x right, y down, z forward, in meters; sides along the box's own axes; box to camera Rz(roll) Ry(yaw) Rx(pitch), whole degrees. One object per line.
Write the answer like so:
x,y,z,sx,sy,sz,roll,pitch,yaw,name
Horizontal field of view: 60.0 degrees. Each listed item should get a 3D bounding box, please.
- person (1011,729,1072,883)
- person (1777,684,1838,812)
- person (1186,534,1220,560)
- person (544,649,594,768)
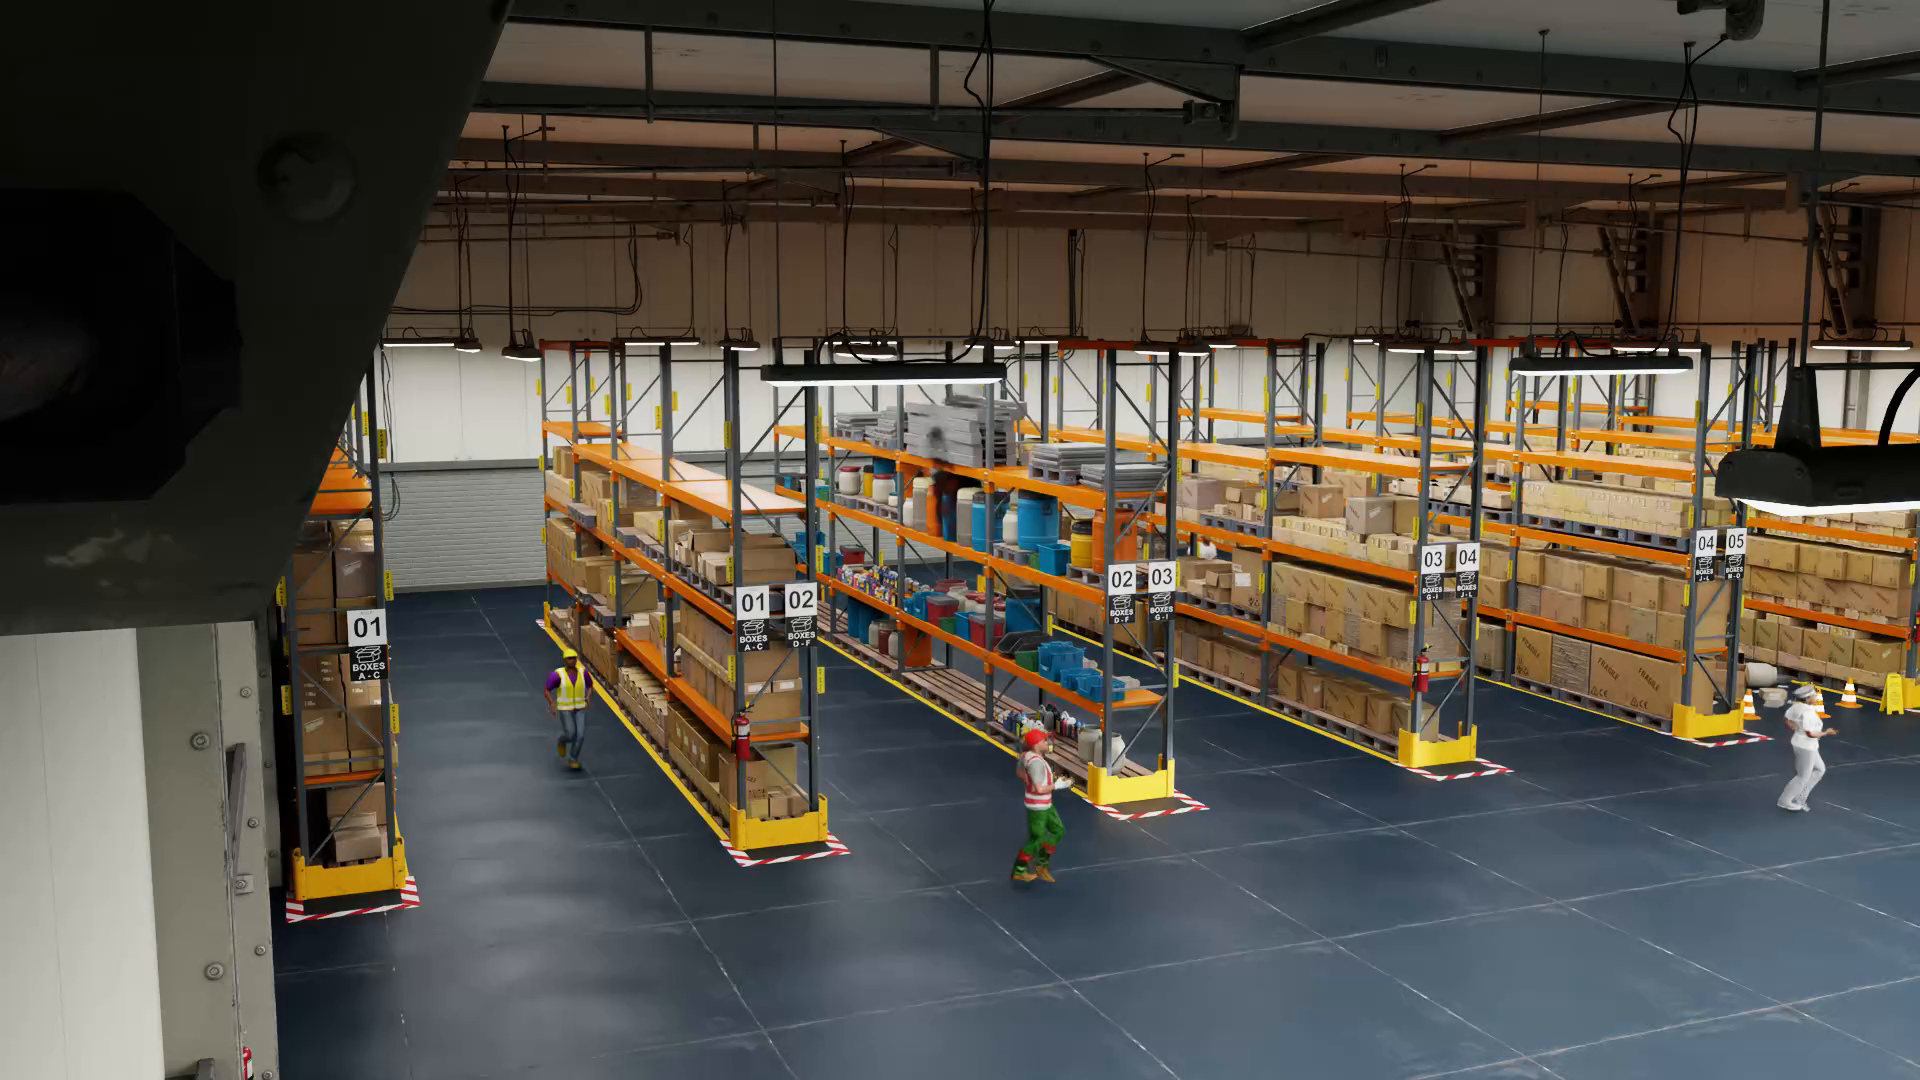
0.921,3.020,18.761,0.689,1.820,0.627,1,7,4,person
10.986,2.710,21.546,0.652,1.721,0.556,2,8,17,person
5.456,0.664,36.959,0.673,1.773,0.700,-4,9,-30,person
-5.547,2.400,23.755,0.701,1.716,0.587,-4,9,-30,person
